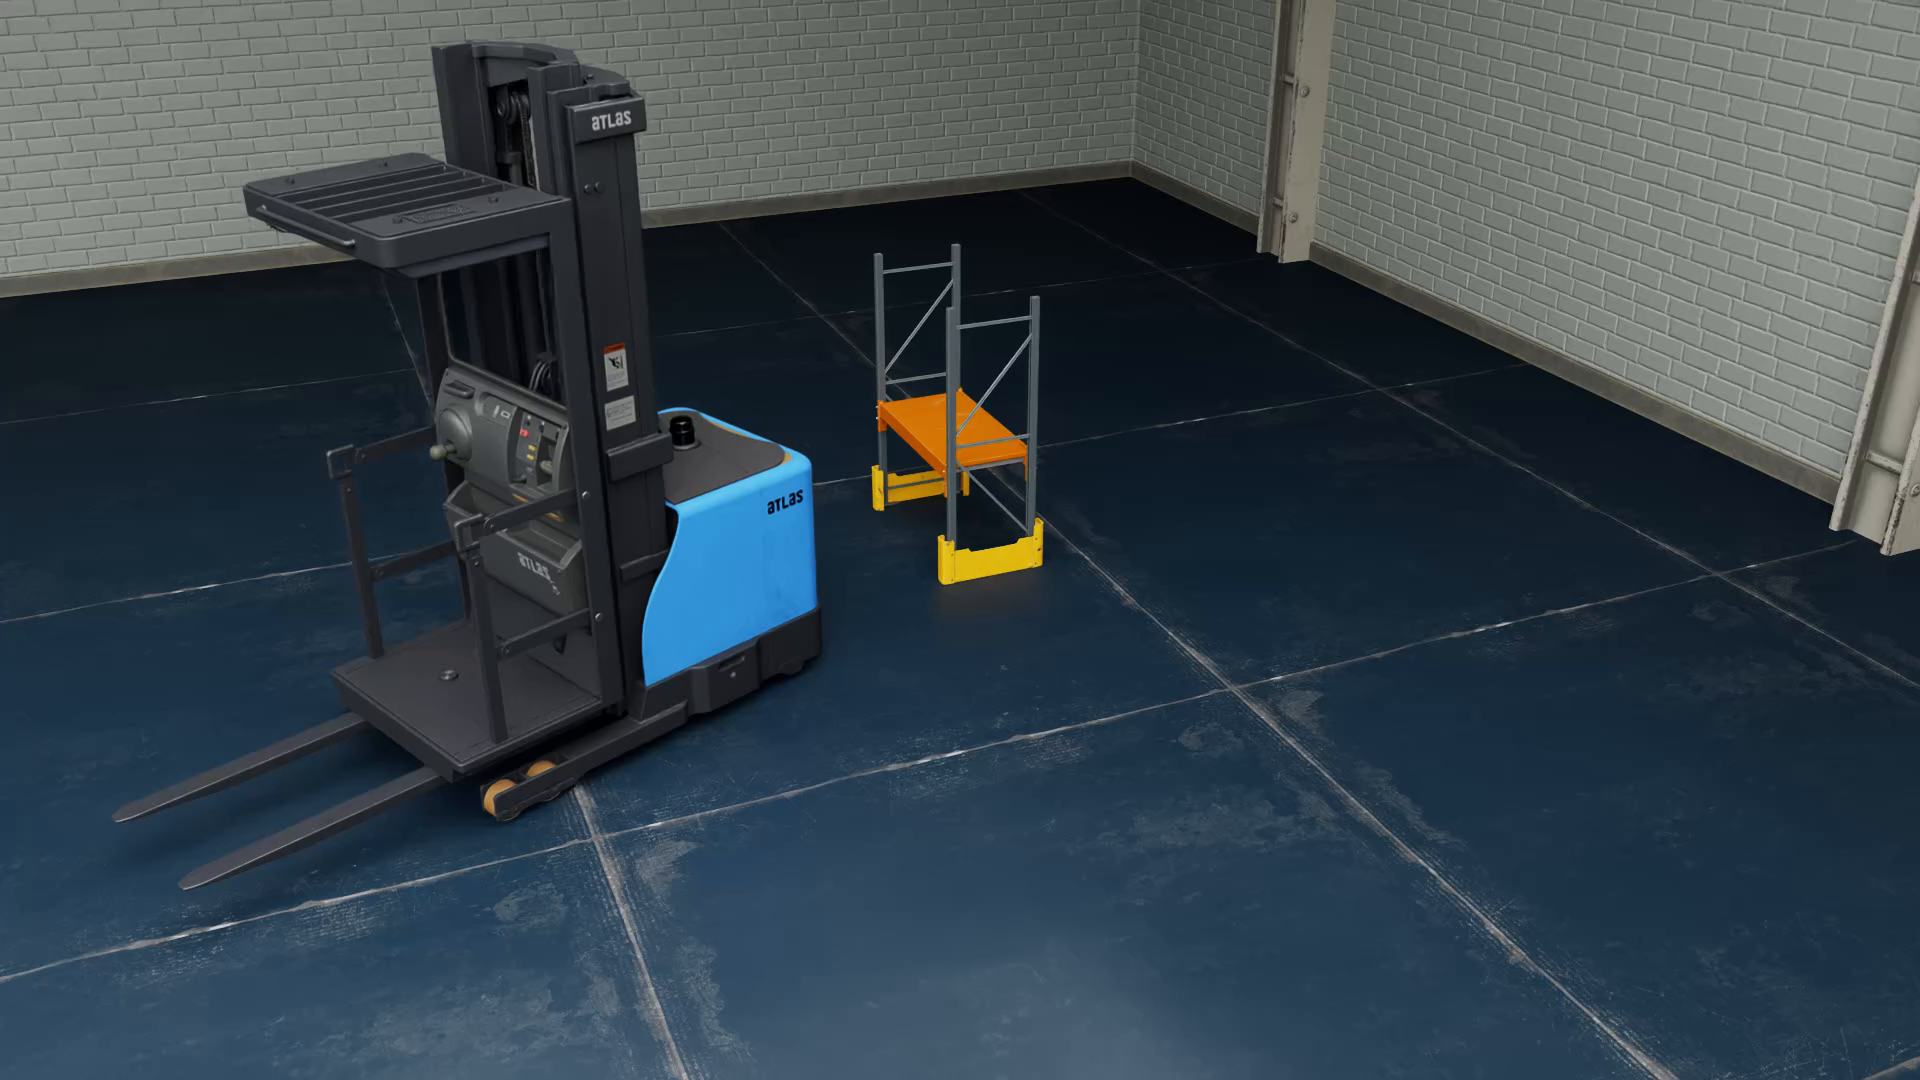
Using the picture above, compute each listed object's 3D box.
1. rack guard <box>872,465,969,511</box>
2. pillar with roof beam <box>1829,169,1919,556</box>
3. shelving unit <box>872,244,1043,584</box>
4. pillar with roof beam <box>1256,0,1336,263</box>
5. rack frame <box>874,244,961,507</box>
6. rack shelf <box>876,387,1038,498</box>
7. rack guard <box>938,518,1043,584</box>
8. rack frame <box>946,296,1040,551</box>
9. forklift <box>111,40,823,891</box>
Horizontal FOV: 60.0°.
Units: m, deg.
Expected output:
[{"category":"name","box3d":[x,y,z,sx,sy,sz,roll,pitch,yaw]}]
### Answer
[{"category":"rack guard","box3d":[-0.225,-0.344,9.670,0.587,0.250,0.087,-11,28,-21]},{"category":"pillar with roof beam","box3d":[1.164,-3.323,5.800,9.100,9.000,0.400,-11,28,-21]},{"category":"shelving unit","box3d":[-0.030,-0.705,8.984,0.587,1.500,1.083,-11,28,-21]},{"category":"pillar with roof beam","box3d":[-1.186,-5.746,10.761,9.100,9.000,0.400,-11,28,-21]},{"category":"rack frame","box3d":[-0.232,-0.914,9.412,0.500,1.500,0.032,-11,28,-21]},{"category":"rack shelf","box3d":[-0.033,-0.547,9.070,0.538,0.185,1.000,-11,28,-21]},{"category":"rack guard","box3d":[0.165,0.058,8.846,0.587,0.250,0.087,-11,28,-21]},{"category":"rack frame","box3d":[0.166,-0.503,8.571,0.500,1.500,0.032,-11,28,-21]},{"category":"forklift","box3d":[-2.044,-0.411,6.752,1.130,2.935,3.031,23,34,38]}]
